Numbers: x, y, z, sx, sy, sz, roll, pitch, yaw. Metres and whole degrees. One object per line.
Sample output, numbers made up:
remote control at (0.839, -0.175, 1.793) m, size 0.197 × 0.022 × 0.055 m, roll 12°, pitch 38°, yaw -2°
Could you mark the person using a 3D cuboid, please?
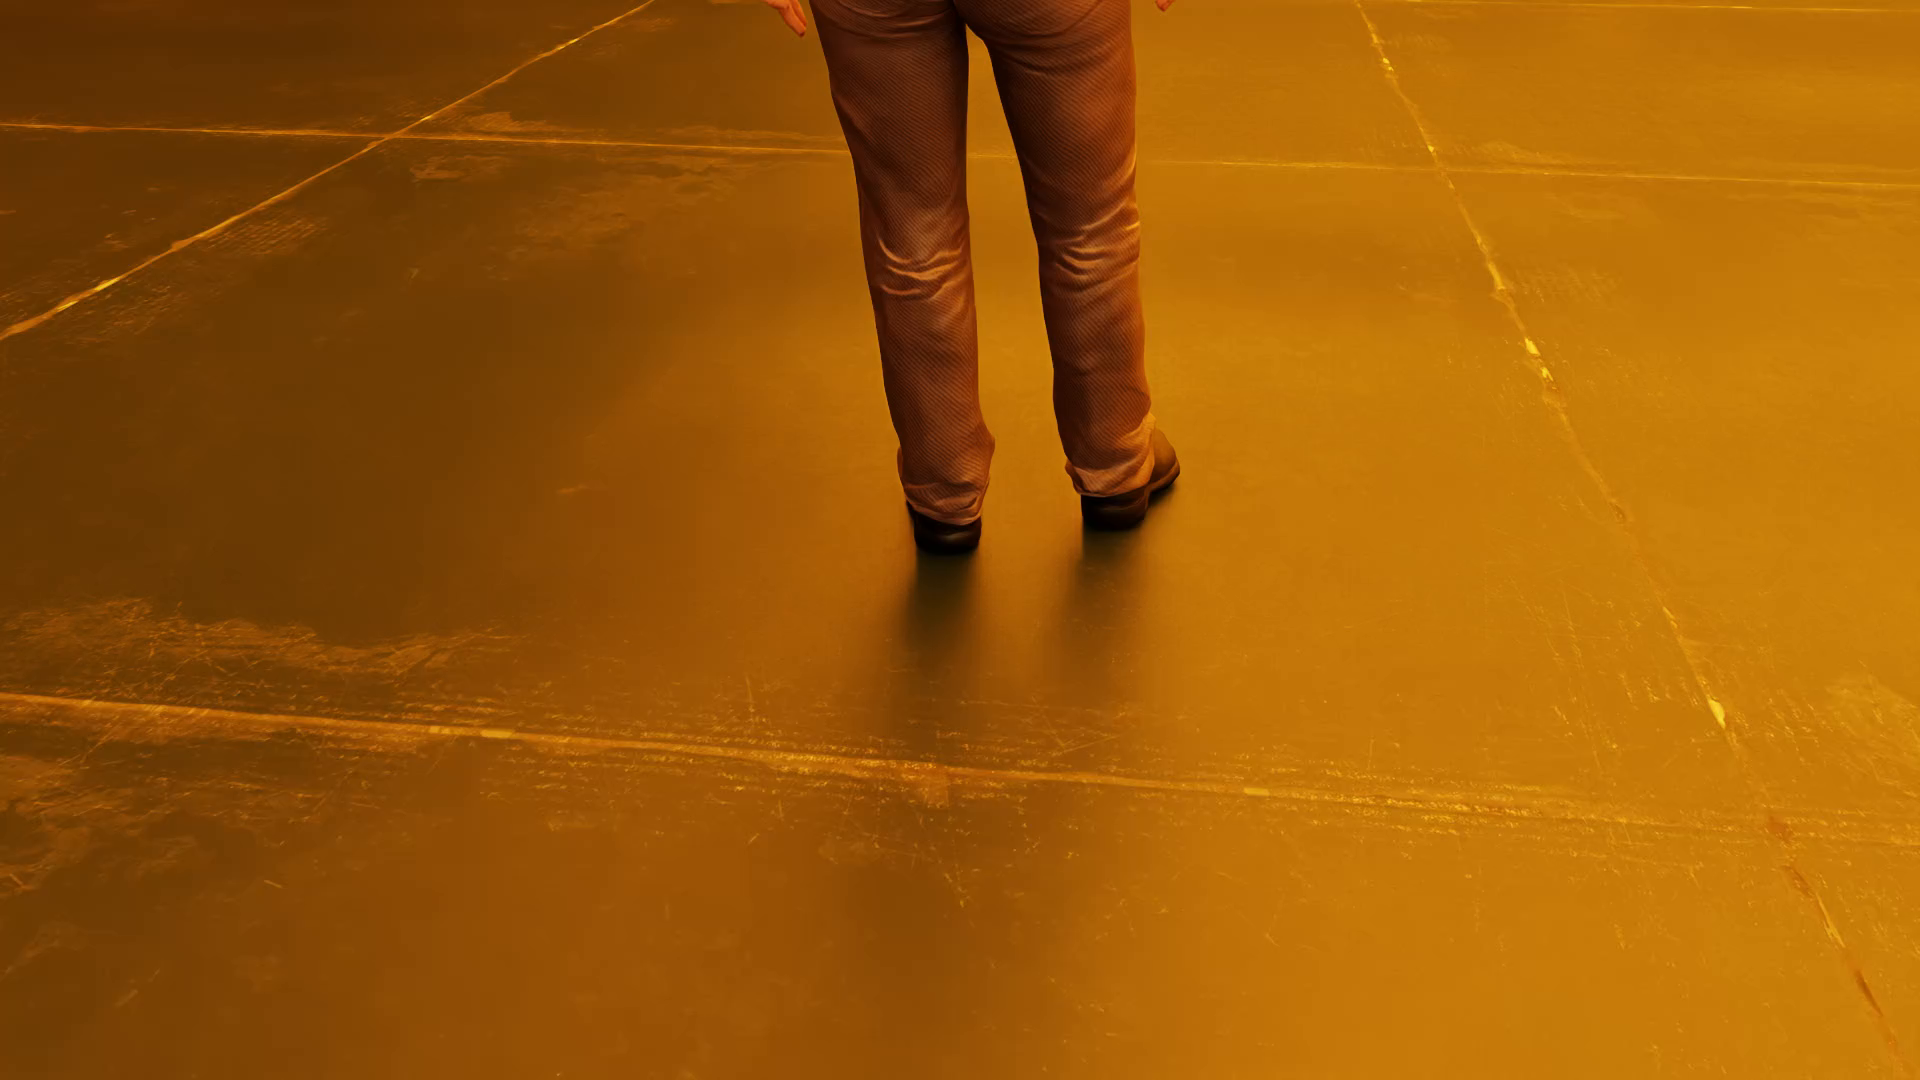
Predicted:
person at (0.015, -0.804, 2.167) m, size 0.634 × 1.722 × 0.566 m, roll 3°, pitch 27°, yaw 7°
